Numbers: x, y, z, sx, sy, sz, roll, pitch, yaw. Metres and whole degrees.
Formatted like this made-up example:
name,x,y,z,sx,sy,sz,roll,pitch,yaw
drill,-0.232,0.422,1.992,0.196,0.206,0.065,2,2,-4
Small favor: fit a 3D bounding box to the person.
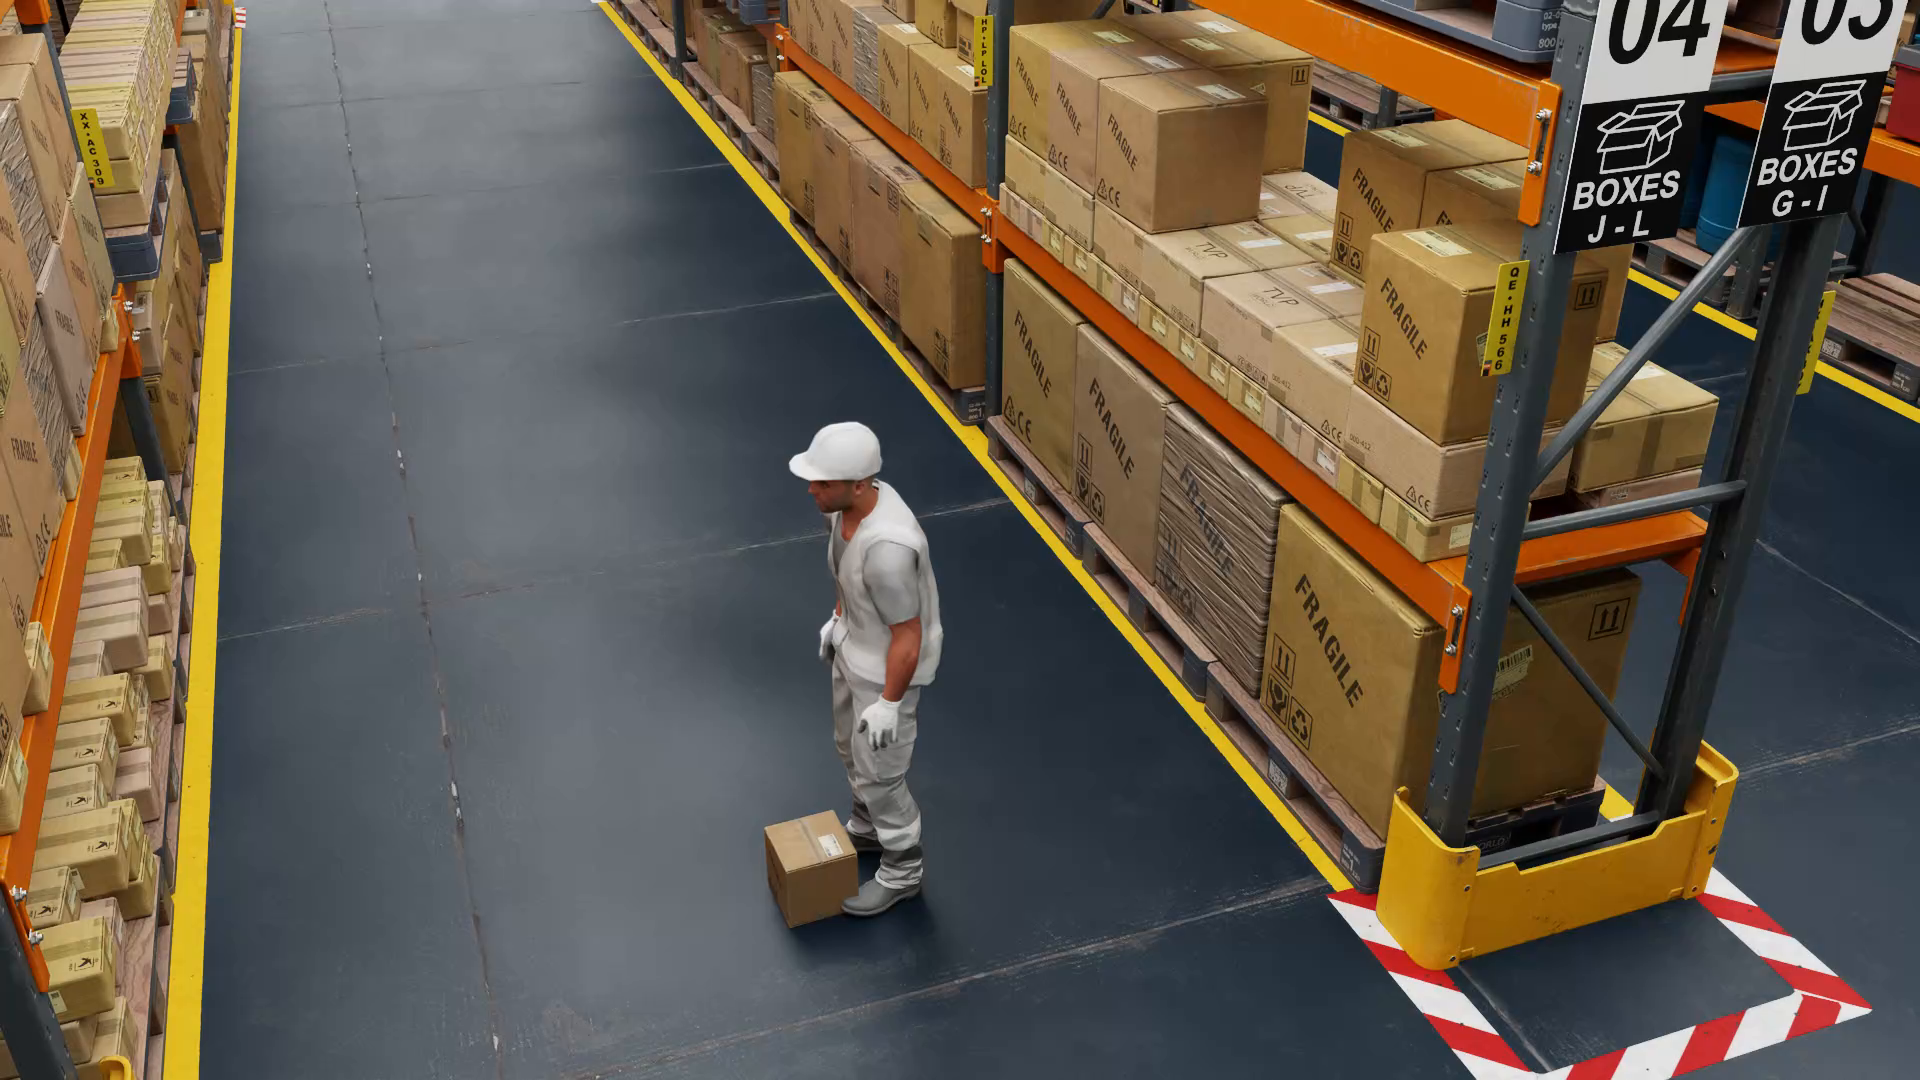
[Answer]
name,x,y,z,sx,sy,sz,roll,pitch,yaw
person,-0.299,0.412,5.386,0.448,1.780,0.608,-10,31,-17
